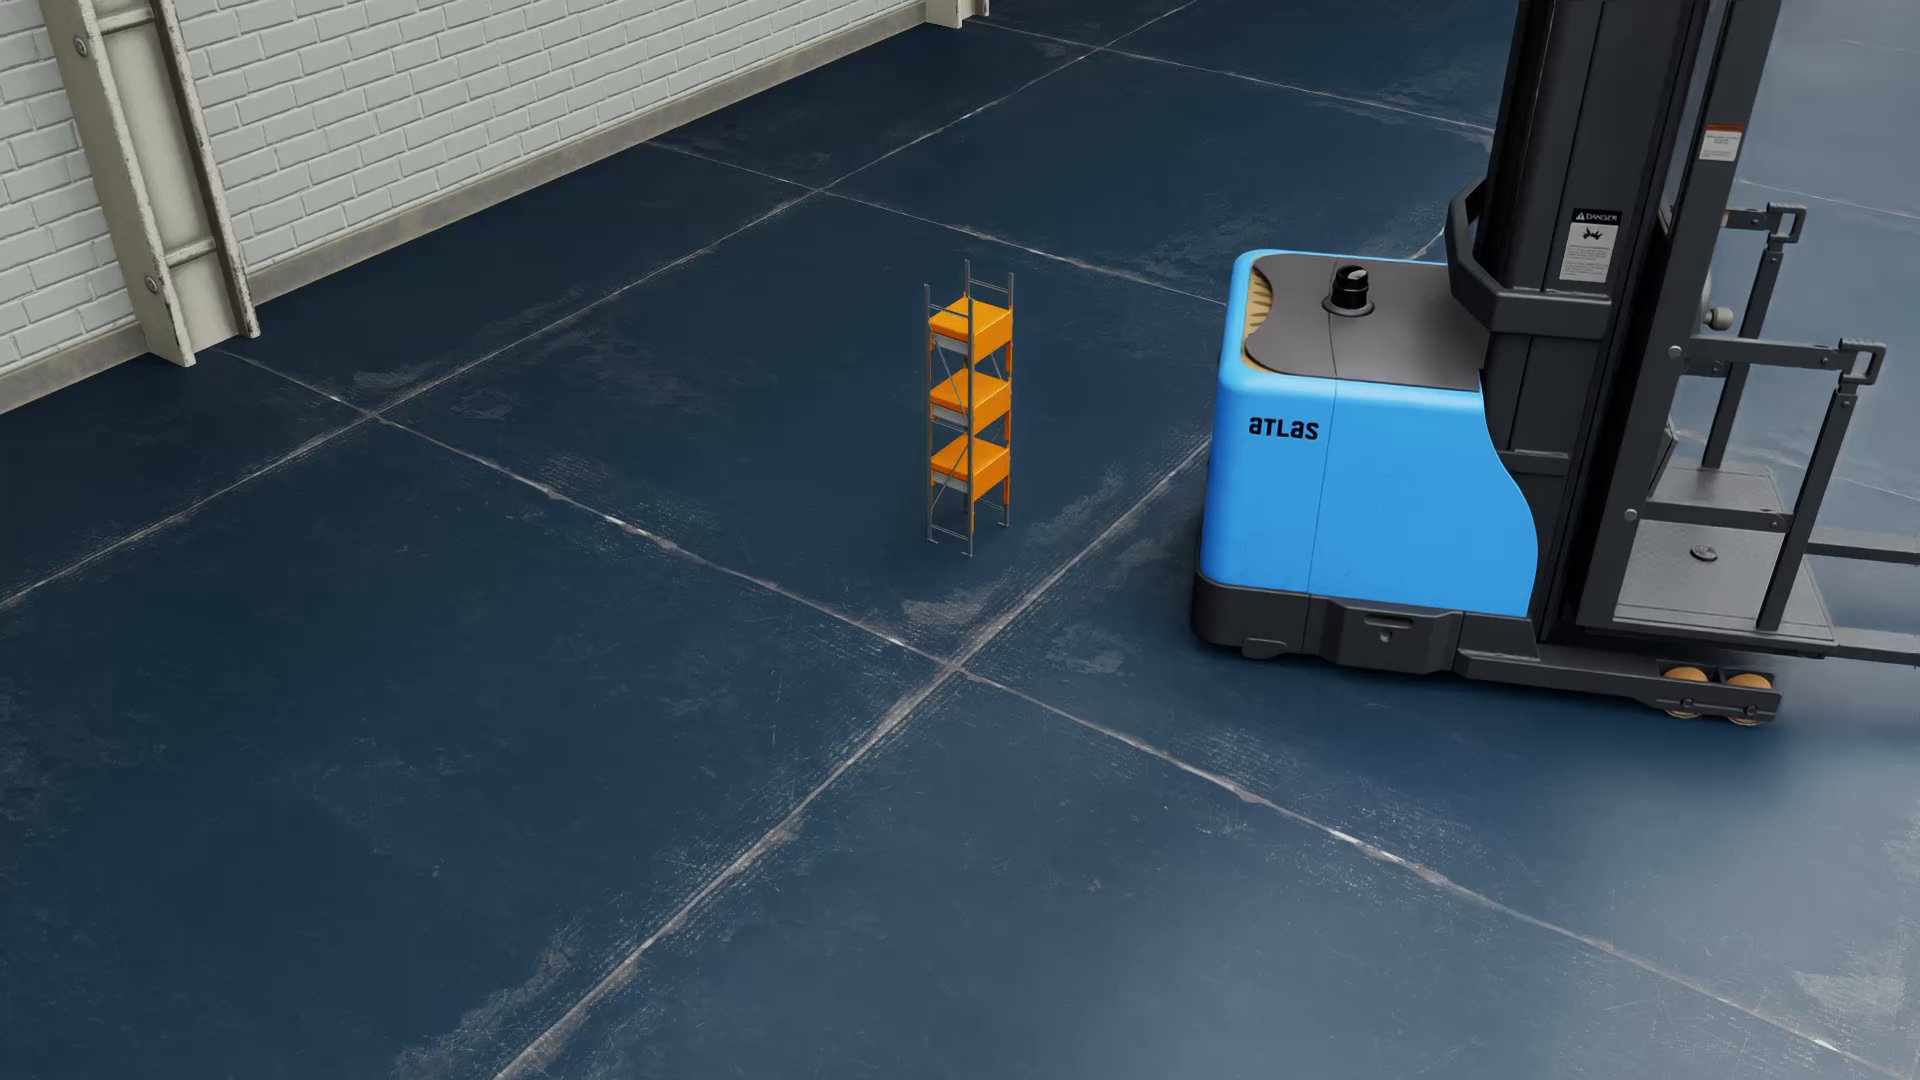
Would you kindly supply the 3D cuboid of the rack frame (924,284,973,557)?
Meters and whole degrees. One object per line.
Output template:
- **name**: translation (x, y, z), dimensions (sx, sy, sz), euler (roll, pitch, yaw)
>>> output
- **rack frame**: translation (-0.039, -0.403, 5.909), dimensions (0.200, 1.050, 0.008), euler (21, 39, 28)

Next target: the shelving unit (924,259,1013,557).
- **shelving unit**: translation (0.031, -0.460, 5.992), dimensions (0.215, 1.050, 0.252), euler (21, 39, 28)

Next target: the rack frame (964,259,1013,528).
- **rack frame**: translation (0.100, -0.516, 6.075), dimensions (0.200, 1.050, 0.008), euler (21, 39, 28)

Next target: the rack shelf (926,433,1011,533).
- **rack shelf**: translation (0.031, -0.221, 6.154), dimensions (0.215, 0.259, 0.240), euler (21, 39, 28)

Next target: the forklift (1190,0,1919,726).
- **forklift**: translation (2.355, -0.940, 5.024), dimensions (3.031, 2.935, 1.130), euler (6, 35, 9)

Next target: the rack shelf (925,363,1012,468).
- **rack shelf**: translation (0.031, -0.451, 5.998), dimensions (0.215, 0.259, 0.240), euler (21, 39, 28)

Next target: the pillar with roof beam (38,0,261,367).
- **pillar with roof beam**: translation (0.085, -3.258, 3.035), dimensions (9.100, 9.000, 0.400), euler (21, 39, 28)

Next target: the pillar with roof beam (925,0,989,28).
- **pillar with roof beam**: translation (3.506, -6.020, 7.118), dimensions (9.100, 9.000, 0.400), euler (21, 39, 28)

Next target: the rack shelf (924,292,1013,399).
- **rack shelf**: translation (0.031, -0.686, 5.839), dimensions (0.215, 0.259, 0.240), euler (21, 39, 28)
